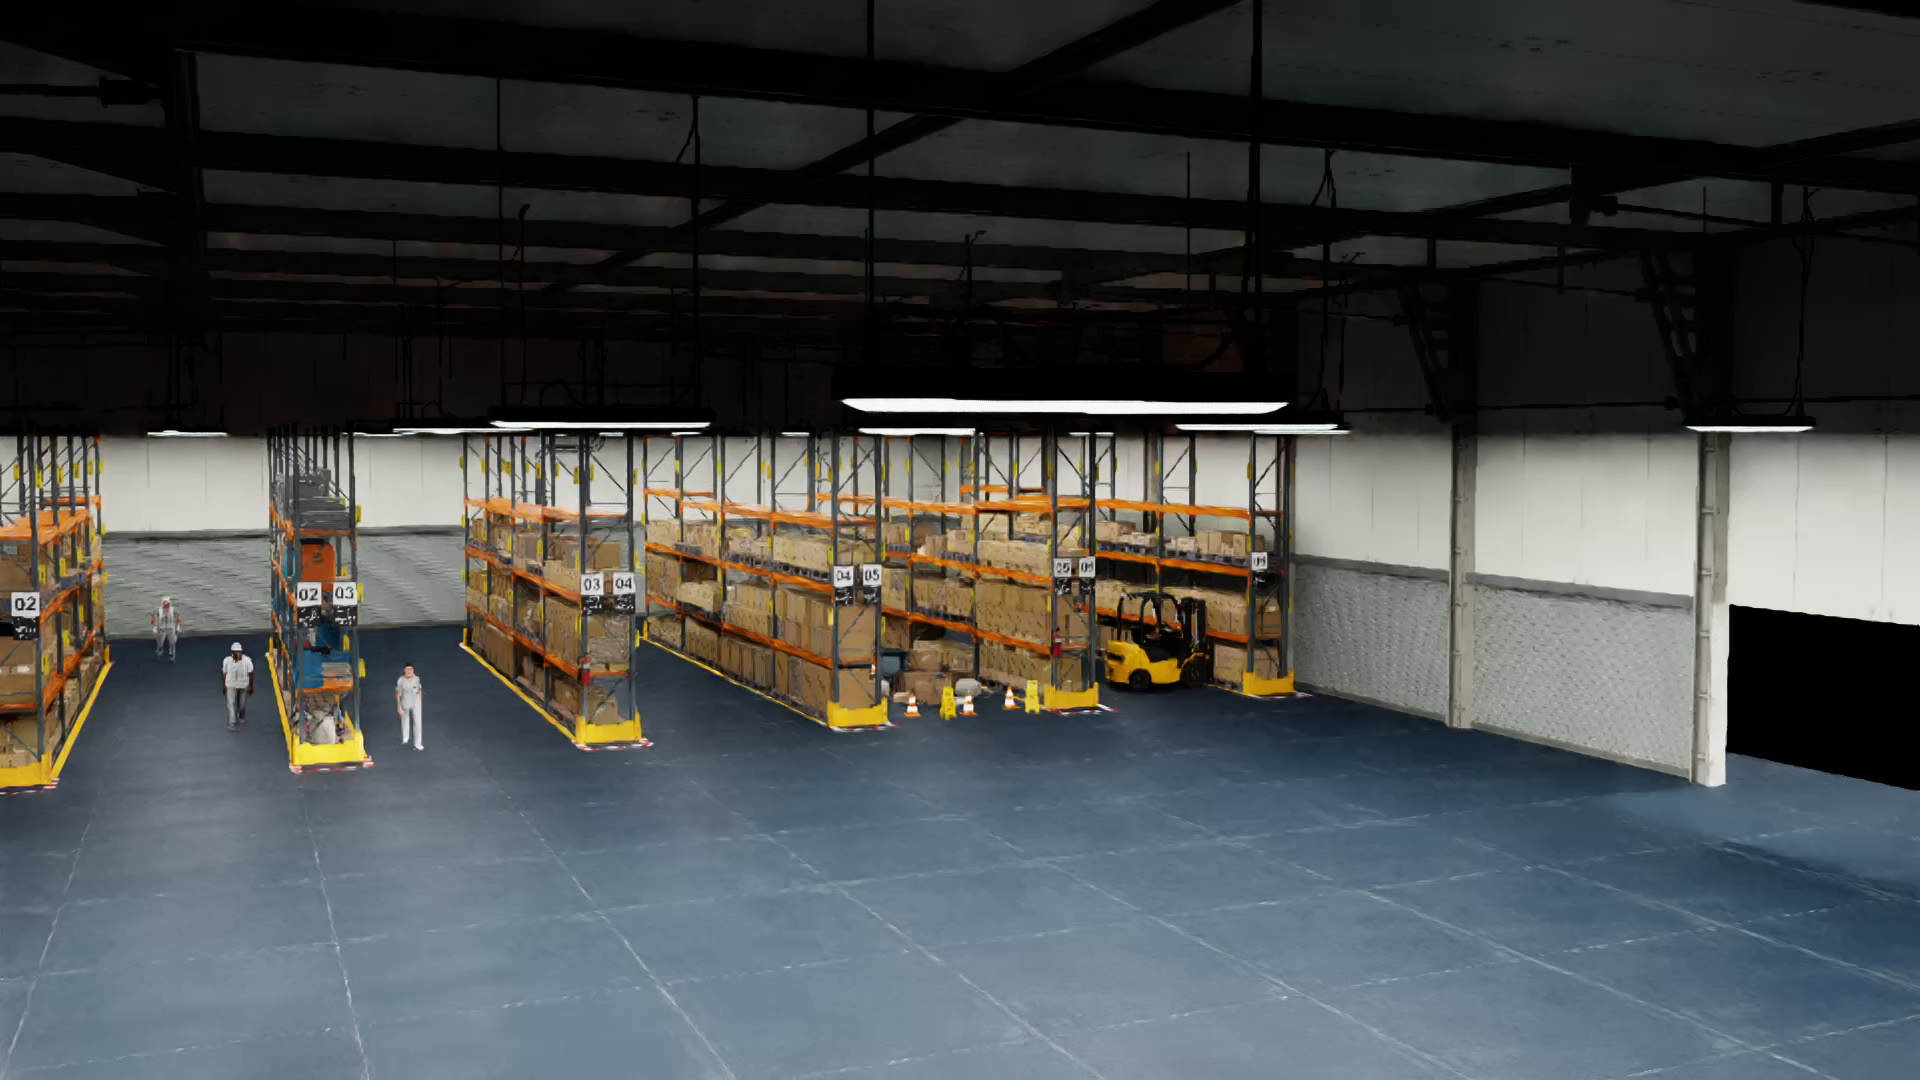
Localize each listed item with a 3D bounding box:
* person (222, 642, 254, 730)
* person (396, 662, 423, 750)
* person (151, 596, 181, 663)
[{"bbox_3d":[-14.277,2.829,32.890,0.575,1.633,1.072,-2,4,-26],"label":"person"},{"bbox_3d":[-10.163,3.036,30.665,0.446,1.590,1.110,-1,4,-22],"label":"person"},{"bbox_3d":[-20.209,2.275,42.343,0.677,1.742,0.552,-2,4,-25],"label":"person"}]
